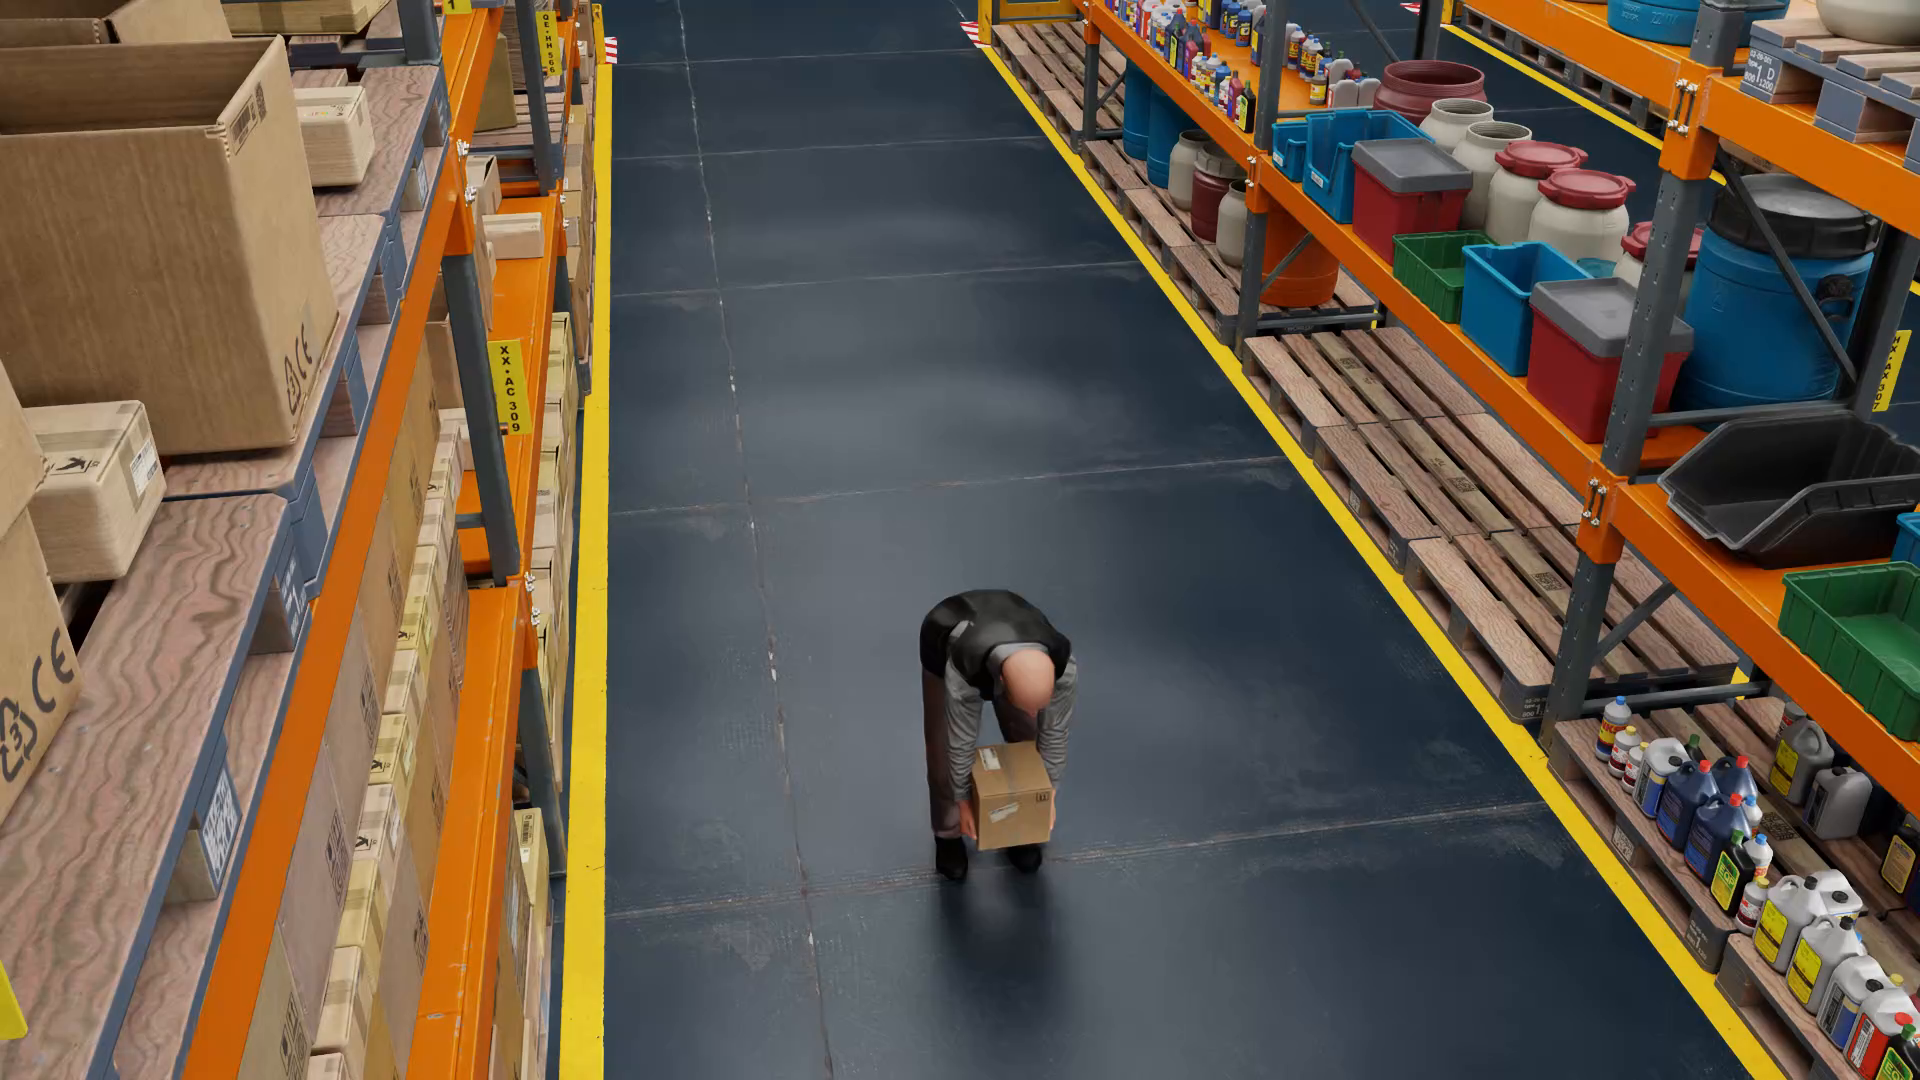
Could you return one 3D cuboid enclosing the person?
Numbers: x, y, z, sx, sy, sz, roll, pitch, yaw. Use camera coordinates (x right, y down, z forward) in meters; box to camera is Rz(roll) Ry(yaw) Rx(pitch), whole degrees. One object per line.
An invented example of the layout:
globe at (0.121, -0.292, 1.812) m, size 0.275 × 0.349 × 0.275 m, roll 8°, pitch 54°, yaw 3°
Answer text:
person at (0.139, 0.715, 5.850) m, size 0.469 × 1.310 × 0.896 m, roll -6°, pitch 31°, yaw -10°
